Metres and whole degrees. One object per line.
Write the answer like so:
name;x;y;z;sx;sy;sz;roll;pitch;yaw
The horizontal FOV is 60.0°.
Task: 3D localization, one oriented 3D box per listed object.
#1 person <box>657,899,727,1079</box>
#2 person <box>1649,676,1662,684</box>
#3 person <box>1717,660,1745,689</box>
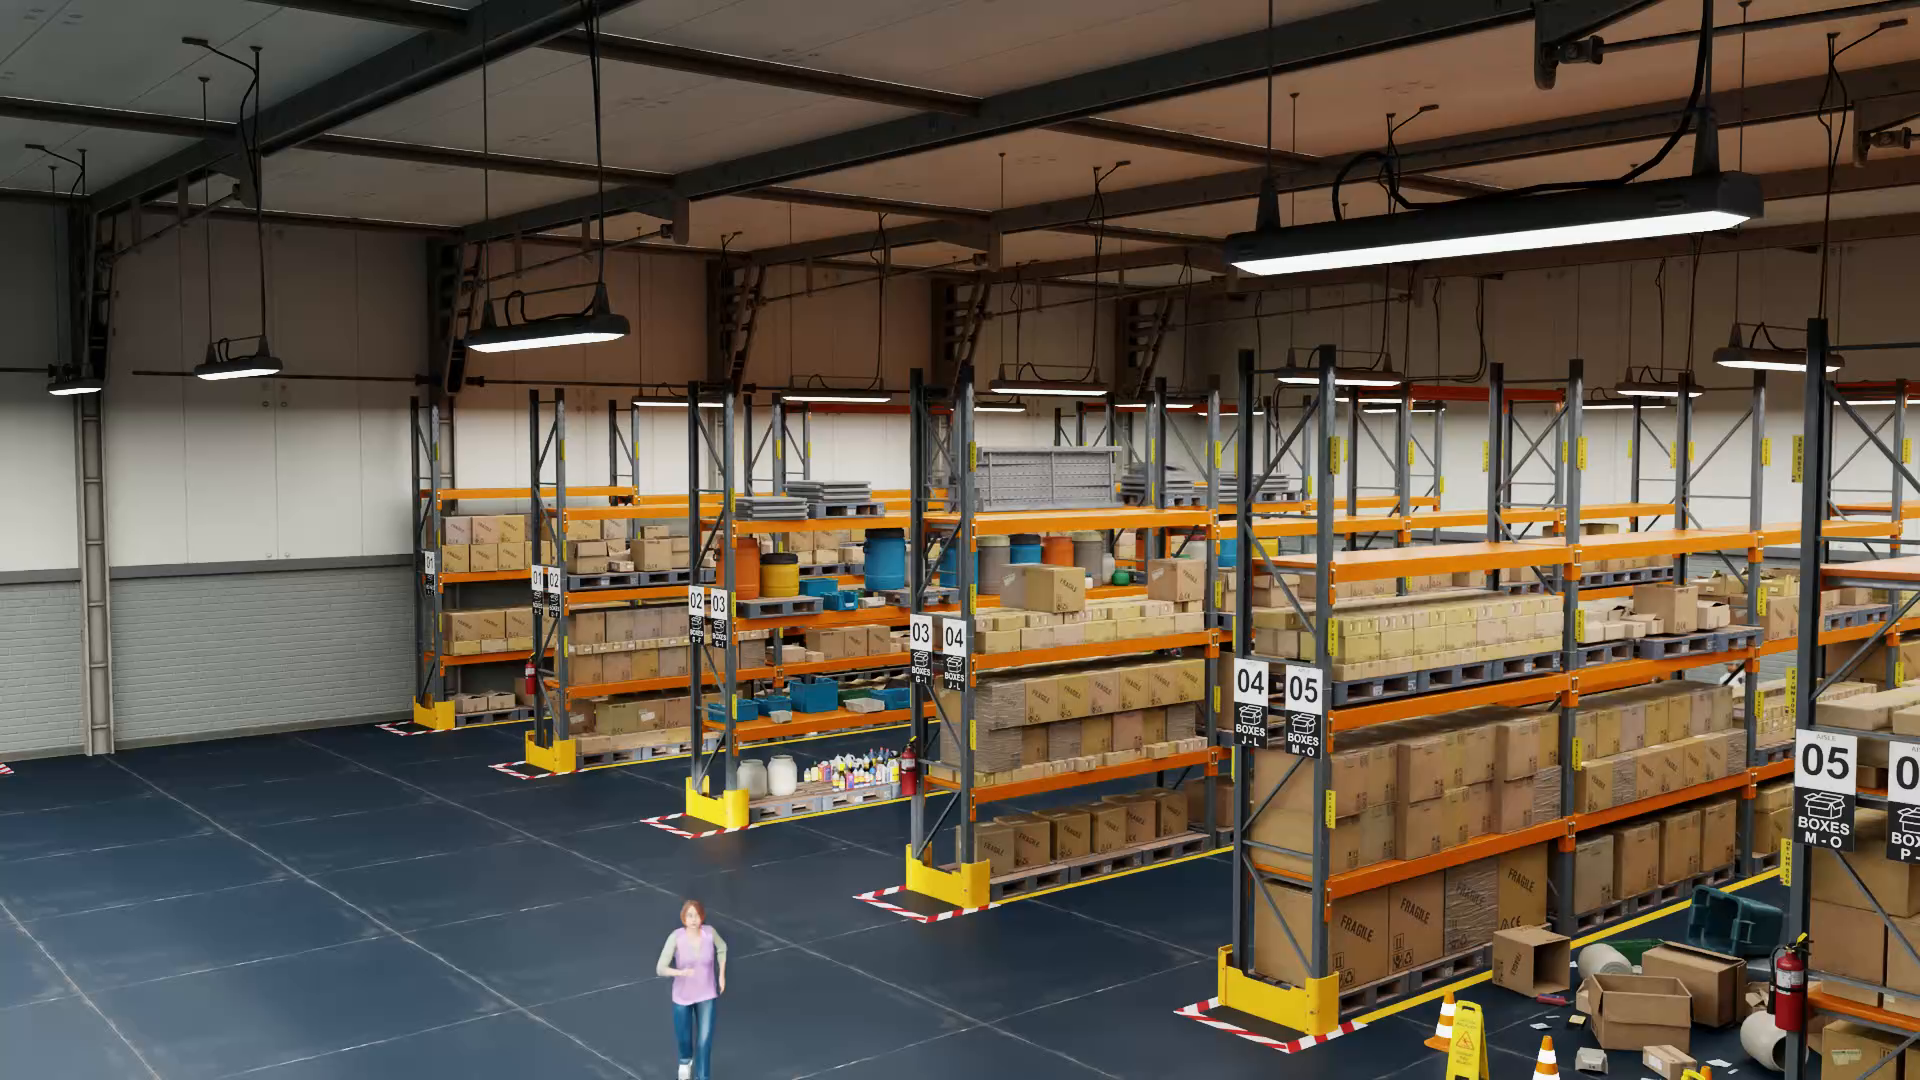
person;-2.080;3.577;12.943;0.558;1.610;0.837;-1;3;-13
person;10.580;2.862;25.353;0.539;1.566;0.891;3;5;42
person;12.766;2.750;27.379;0.670;1.605;0.546;3;4;41
